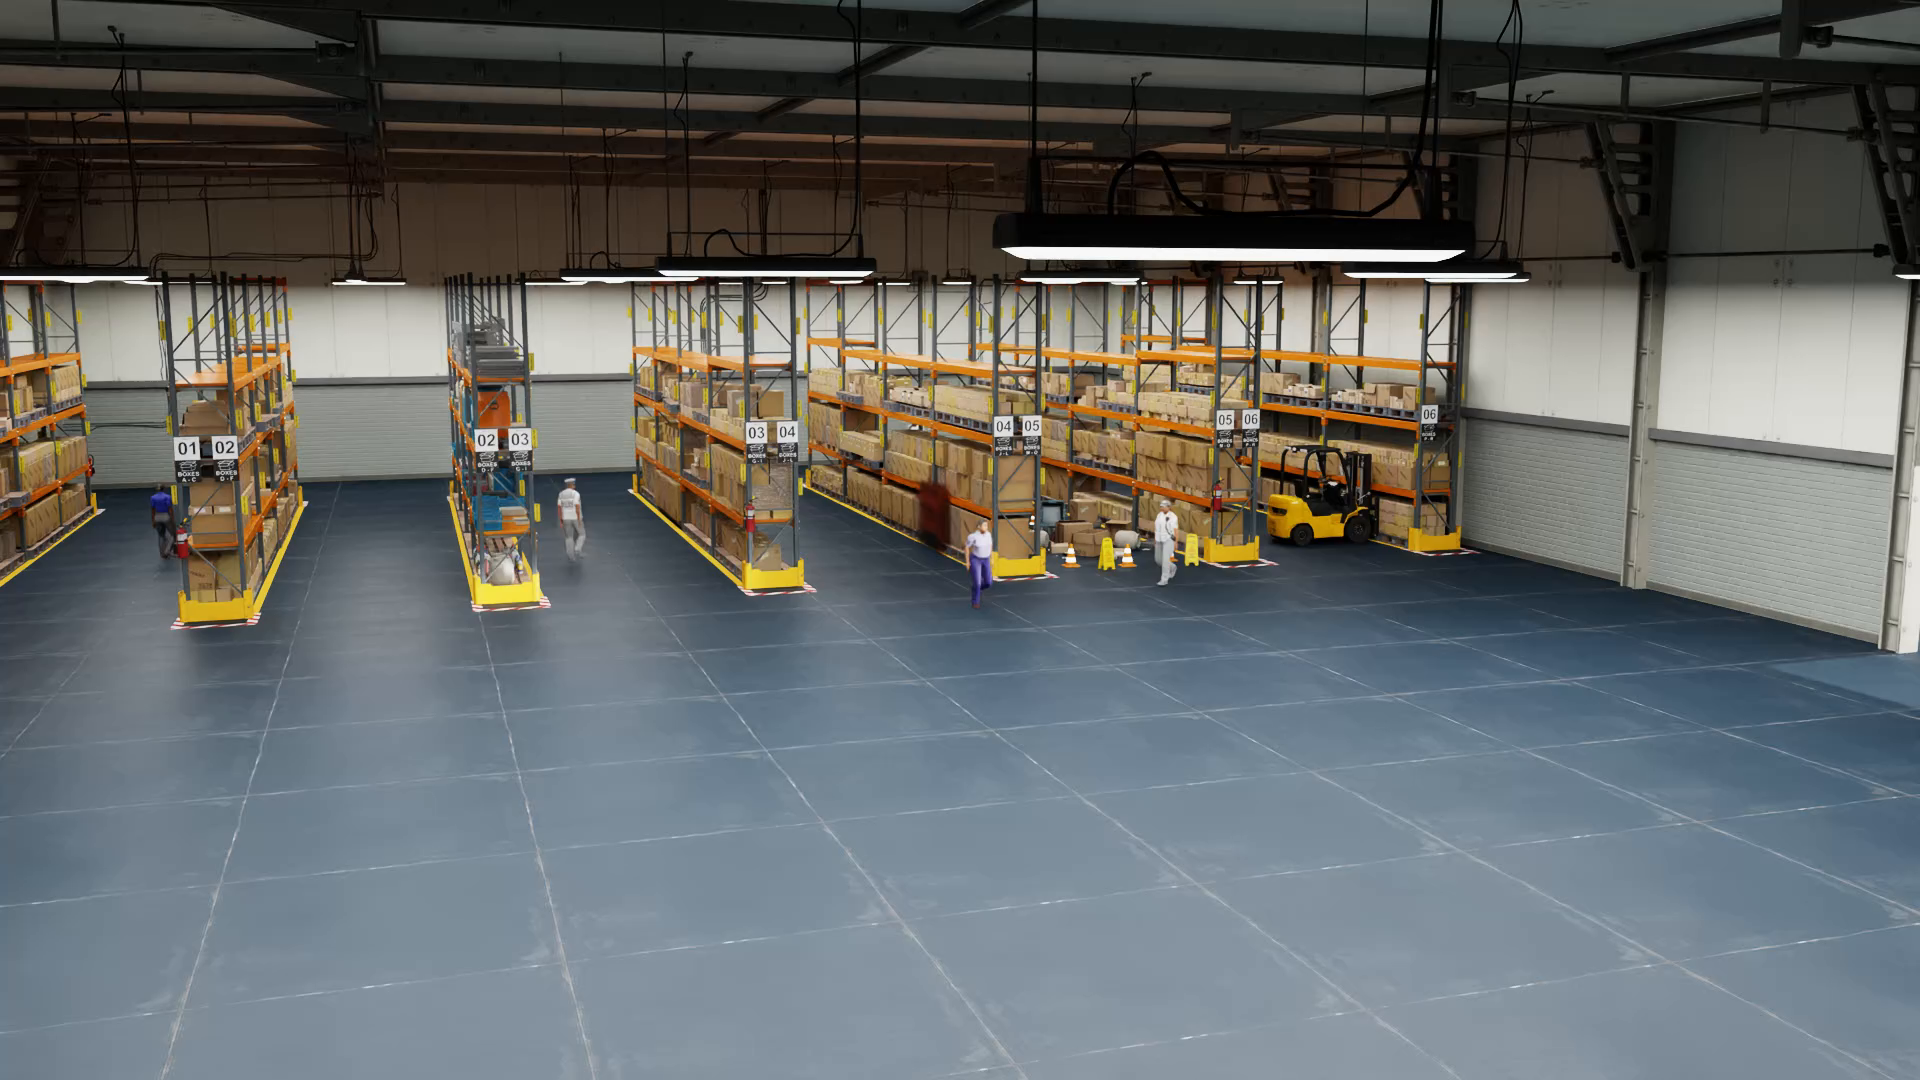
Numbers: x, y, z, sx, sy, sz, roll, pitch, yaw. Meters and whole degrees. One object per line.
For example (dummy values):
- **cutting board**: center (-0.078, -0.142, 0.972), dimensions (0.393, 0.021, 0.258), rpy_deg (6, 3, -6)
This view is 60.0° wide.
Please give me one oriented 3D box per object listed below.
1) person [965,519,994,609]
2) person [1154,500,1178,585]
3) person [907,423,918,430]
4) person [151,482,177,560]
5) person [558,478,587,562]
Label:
- **person**: center (0.301, 0.411, 30.116), dimensions (0.538, 1.617, 0.575), rpy_deg (-6, 10, -34)
- **person**: center (4.033, 0.019, 32.467), dimensions (0.500, 1.629, 0.841), rpy_deg (8, 12, 44)
- **person**: center (-1.432, -3.107, 52.848), dimensions (0.544, 1.732, 0.983), rpy_deg (8, 12, 44)
- **person**: center (-16.886, -0.396, 35.243), dimensions (0.516, 1.655, 0.481), rpy_deg (-1, 9, -4)
- **person**: center (-8.180, -0.418, 35.040), dimensions (0.598, 1.737, 0.556), rpy_deg (0, 9, -2)
